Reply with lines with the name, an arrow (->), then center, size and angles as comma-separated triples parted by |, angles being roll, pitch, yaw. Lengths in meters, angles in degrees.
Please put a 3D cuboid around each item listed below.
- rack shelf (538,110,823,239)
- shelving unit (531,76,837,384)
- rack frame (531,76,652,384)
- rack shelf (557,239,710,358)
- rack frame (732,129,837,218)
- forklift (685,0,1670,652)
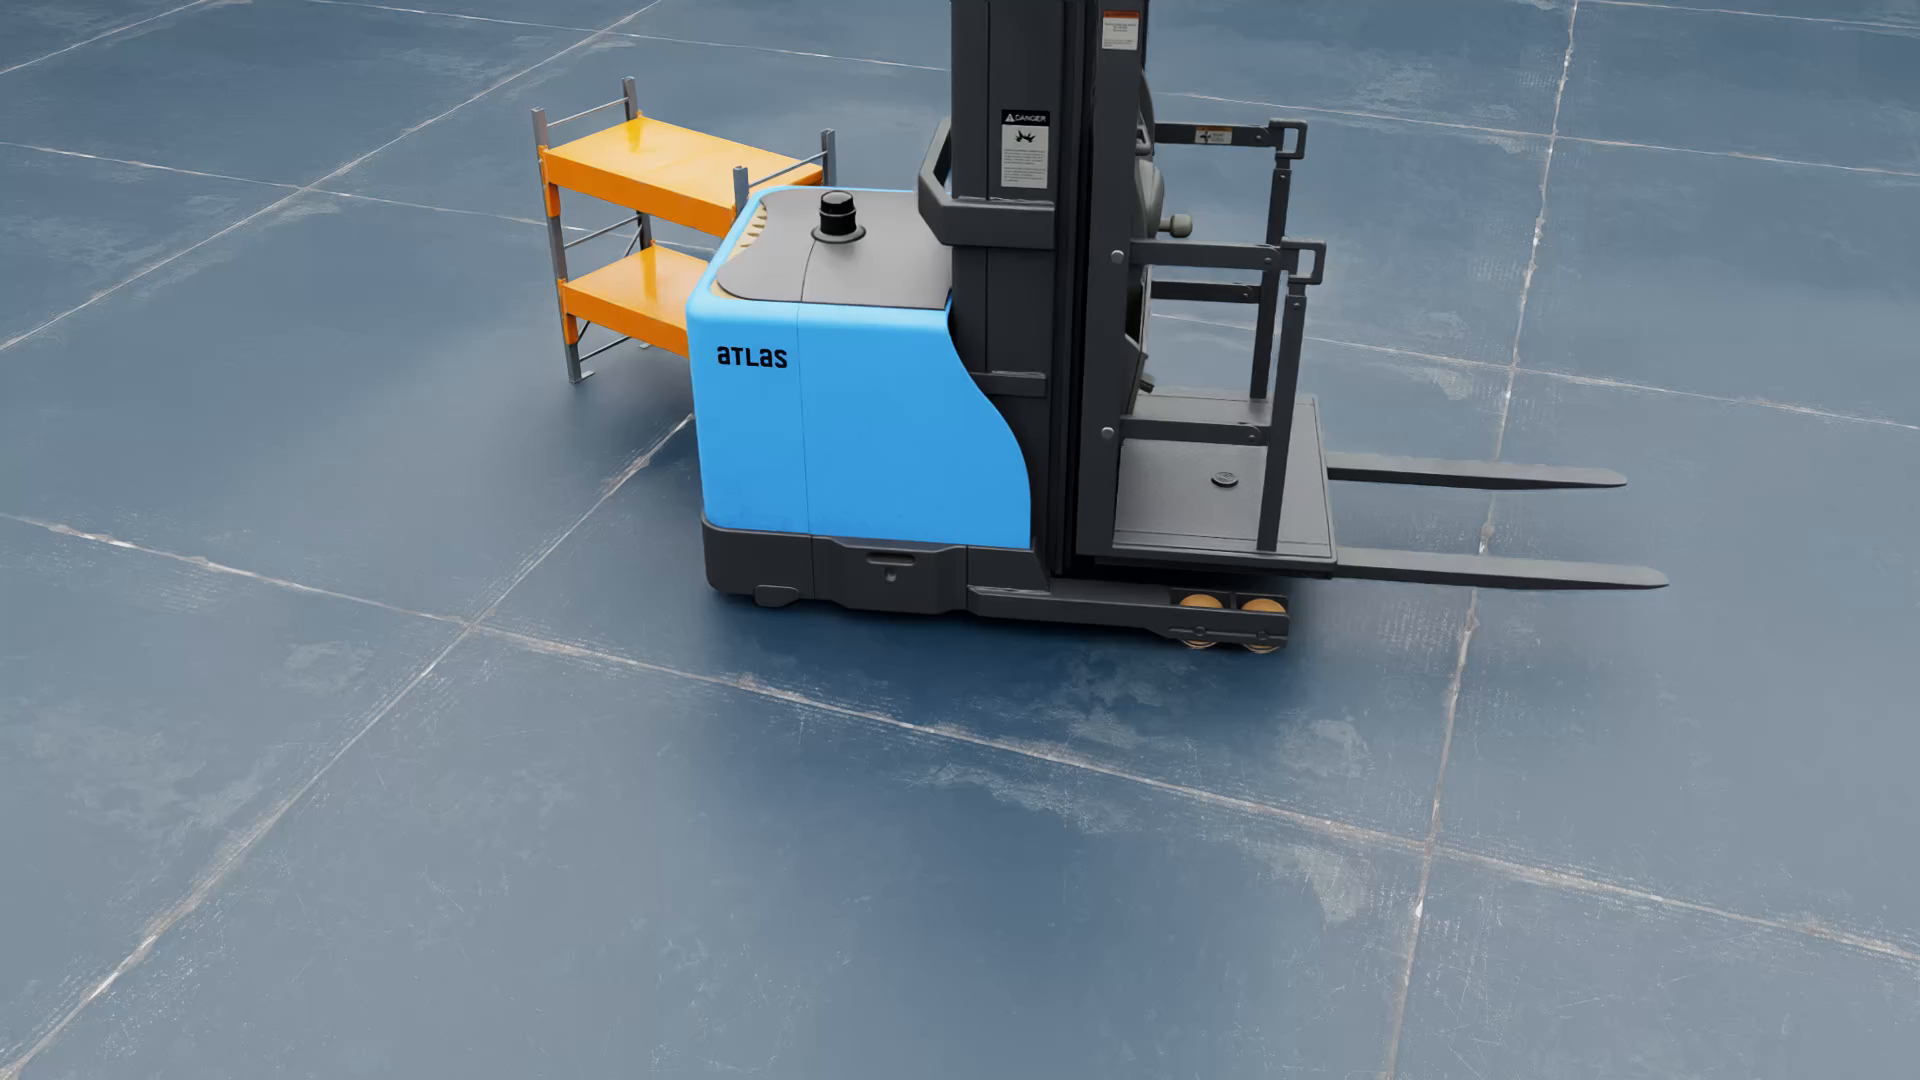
rack shelf -> -1.016, -1.300, 6.187 | 1.000, 0.278, 0.538 | 22, 39, 30
shelving unit -> -1.016, -1.054, 6.345 | 1.048, 1.125, 0.538 | 22, 39, 30
rack frame -> -1.424, -1.219, 6.601 | 0.032, 1.125, 0.500 | 22, 39, 30
rack shelf -> -1.016, -0.849, 6.478 | 1.000, 0.278, 0.538 | 22, 39, 30
rack frame -> -0.609, -0.889, 6.090 | 0.032, 1.125, 0.500 | 22, 39, 30
forklift -> 0.727, -1.187, 4.886 | 3.031, 2.935, 1.130 | 4, 33, 6
